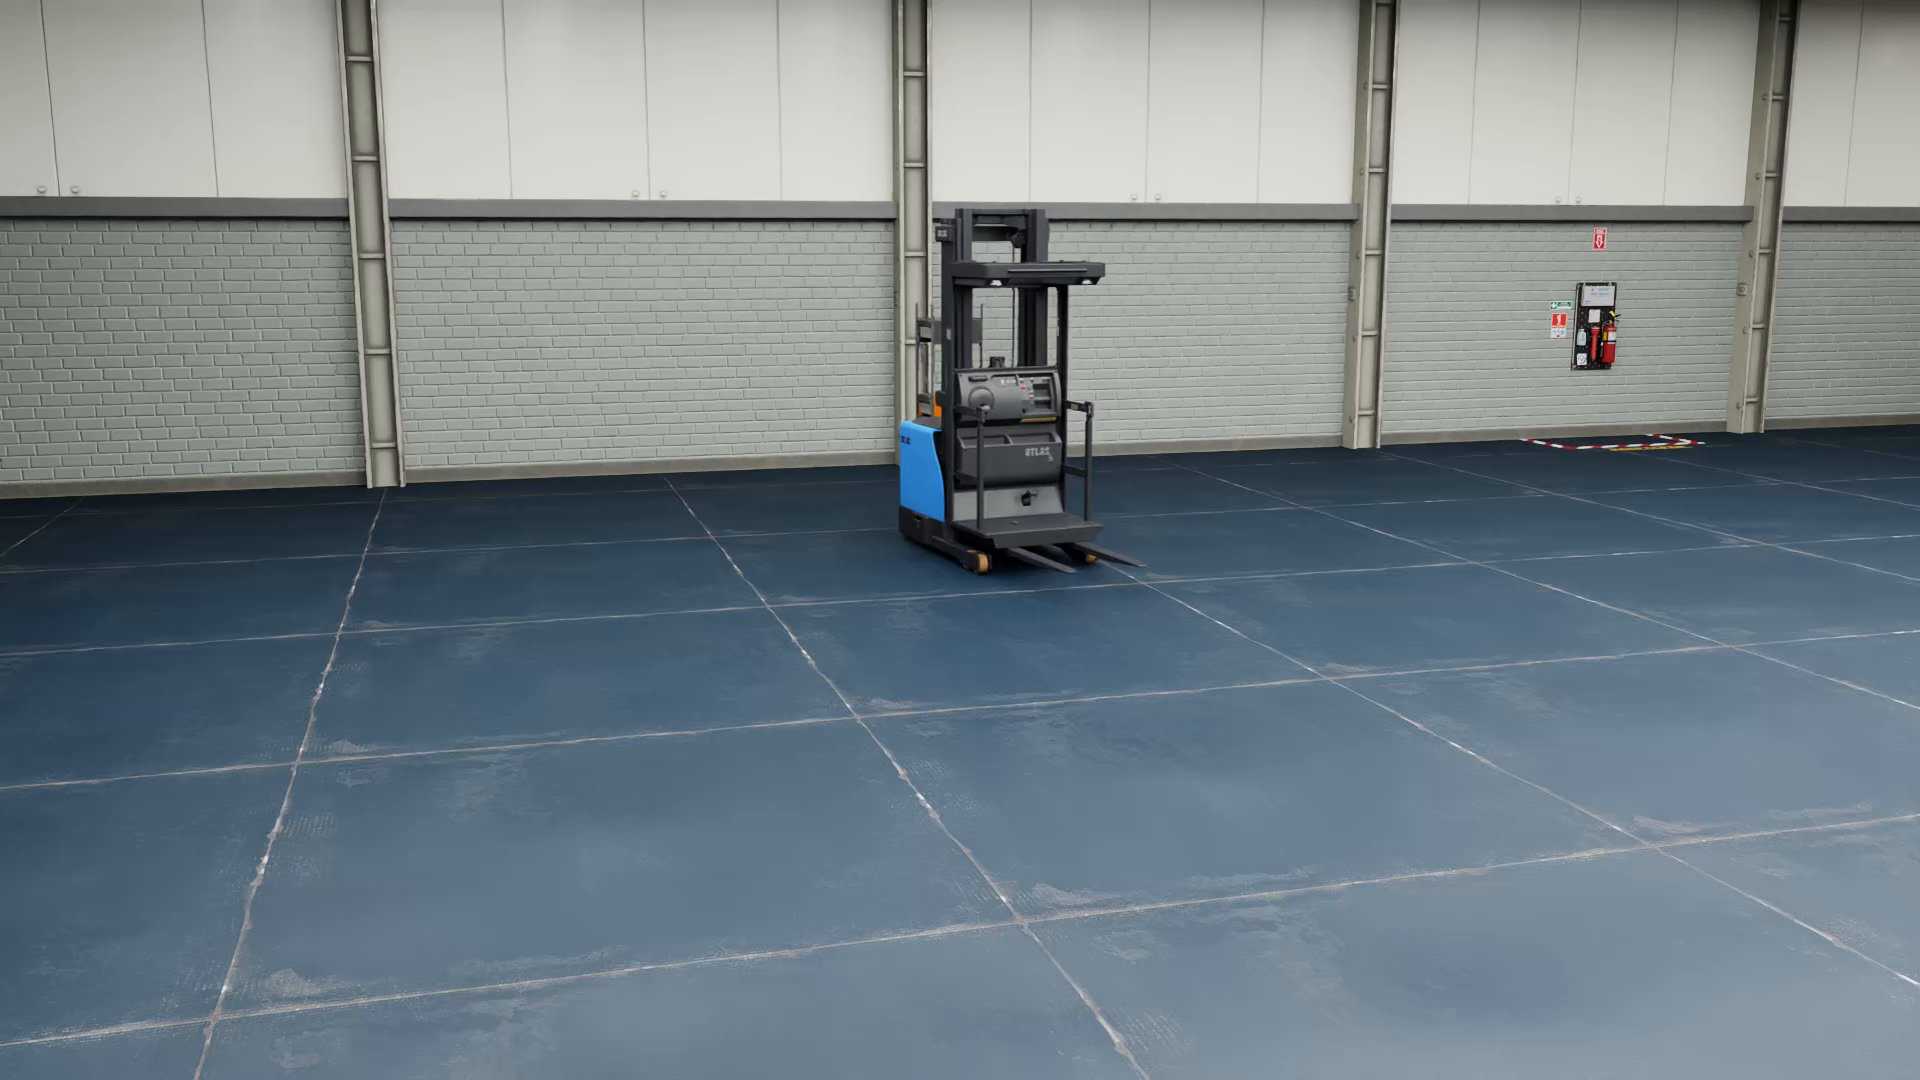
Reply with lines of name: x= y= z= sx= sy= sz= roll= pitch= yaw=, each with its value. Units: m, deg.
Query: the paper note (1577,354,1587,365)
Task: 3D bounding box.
paper note: x=8.396 y=-2.439 z=22.442 sx=0.142 sy=0.148 sz=0.016 roll=-3 pitch=11 yaw=-16

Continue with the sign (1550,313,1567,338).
sign: x=8.026 y=-2.876 z=22.288 sx=0.234 sy=0.329 sz=0.001 roll=-3 pitch=11 yaw=-16

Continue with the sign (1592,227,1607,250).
sign: x=8.550 y=-4.026 z=22.228 sx=0.199 sy=0.298 sz=0.001 roll=-3 pitch=11 yaw=-16

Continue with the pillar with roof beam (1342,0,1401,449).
pillar with roof beam: x=6.411 y=-4.886 z=16.732 sx=0.400 sy=9.000 sz=9.100 roll=-3 pitch=11 yaw=-16

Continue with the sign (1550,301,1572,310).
sign: x=8.033 y=-3.136 z=22.233 sx=0.331 sy=0.109 sz=0.001 roll=-3 pitch=11 yaw=-16

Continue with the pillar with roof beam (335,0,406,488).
pillar with roof beam: x=-5.110 y=-4.279 z=13.433 sx=0.400 sy=9.000 sz=9.100 roll=-3 pitch=11 yaw=-16

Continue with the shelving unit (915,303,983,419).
shelving unit: x=-0.103 y=-1.144 z=15.464 sx=0.503 sy=2.100 sz=0.431 roll=-5 pitch=11 yaw=-24

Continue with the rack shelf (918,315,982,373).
rack shelf: x=-0.103 y=-1.819 z=15.339 sx=0.480 sy=0.518 sz=0.431 roll=-5 pitch=11 yaw=-24

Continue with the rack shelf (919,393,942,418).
rack shelf: x=-0.103 y=-1.131 z=15.466 sx=0.480 sy=0.518 sz=0.431 roll=-5 pitch=11 yaw=-24

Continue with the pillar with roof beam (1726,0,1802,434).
pillar with roof beam: x=12.172 y=-5.189 z=18.381 sx=0.400 sy=9.000 sz=9.100 roll=-3 pitch=11 yaw=-16

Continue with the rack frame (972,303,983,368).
rack frame: x=0.120 y=-1.162 z=15.561 sx=0.015 sy=2.100 sz=0.400 roll=-5 pitch=11 yaw=-24

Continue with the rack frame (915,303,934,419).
rack frame: x=-0.325 y=-1.126 z=15.366 sx=0.015 sy=2.100 sz=0.400 roll=-5 pitch=11 yaw=-24

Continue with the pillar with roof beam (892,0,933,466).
pillar with roof beam: x=0.651 y=-4.582 z=15.082 sx=0.400 sy=9.000 sz=9.100 roll=-3 pitch=11 yaw=-16

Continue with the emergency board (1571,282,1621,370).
emergency board: x=8.586 y=-2.869 z=22.346 sx=0.643 sy=1.169 sz=0.194 roll=-3 pitch=11 yaw=-16

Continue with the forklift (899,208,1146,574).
forklift: x=0.506 y=-1.253 z=13.759 sx=1.130 sy=2.935 sz=3.031 roll=-5 pitch=11 yaw=-24
